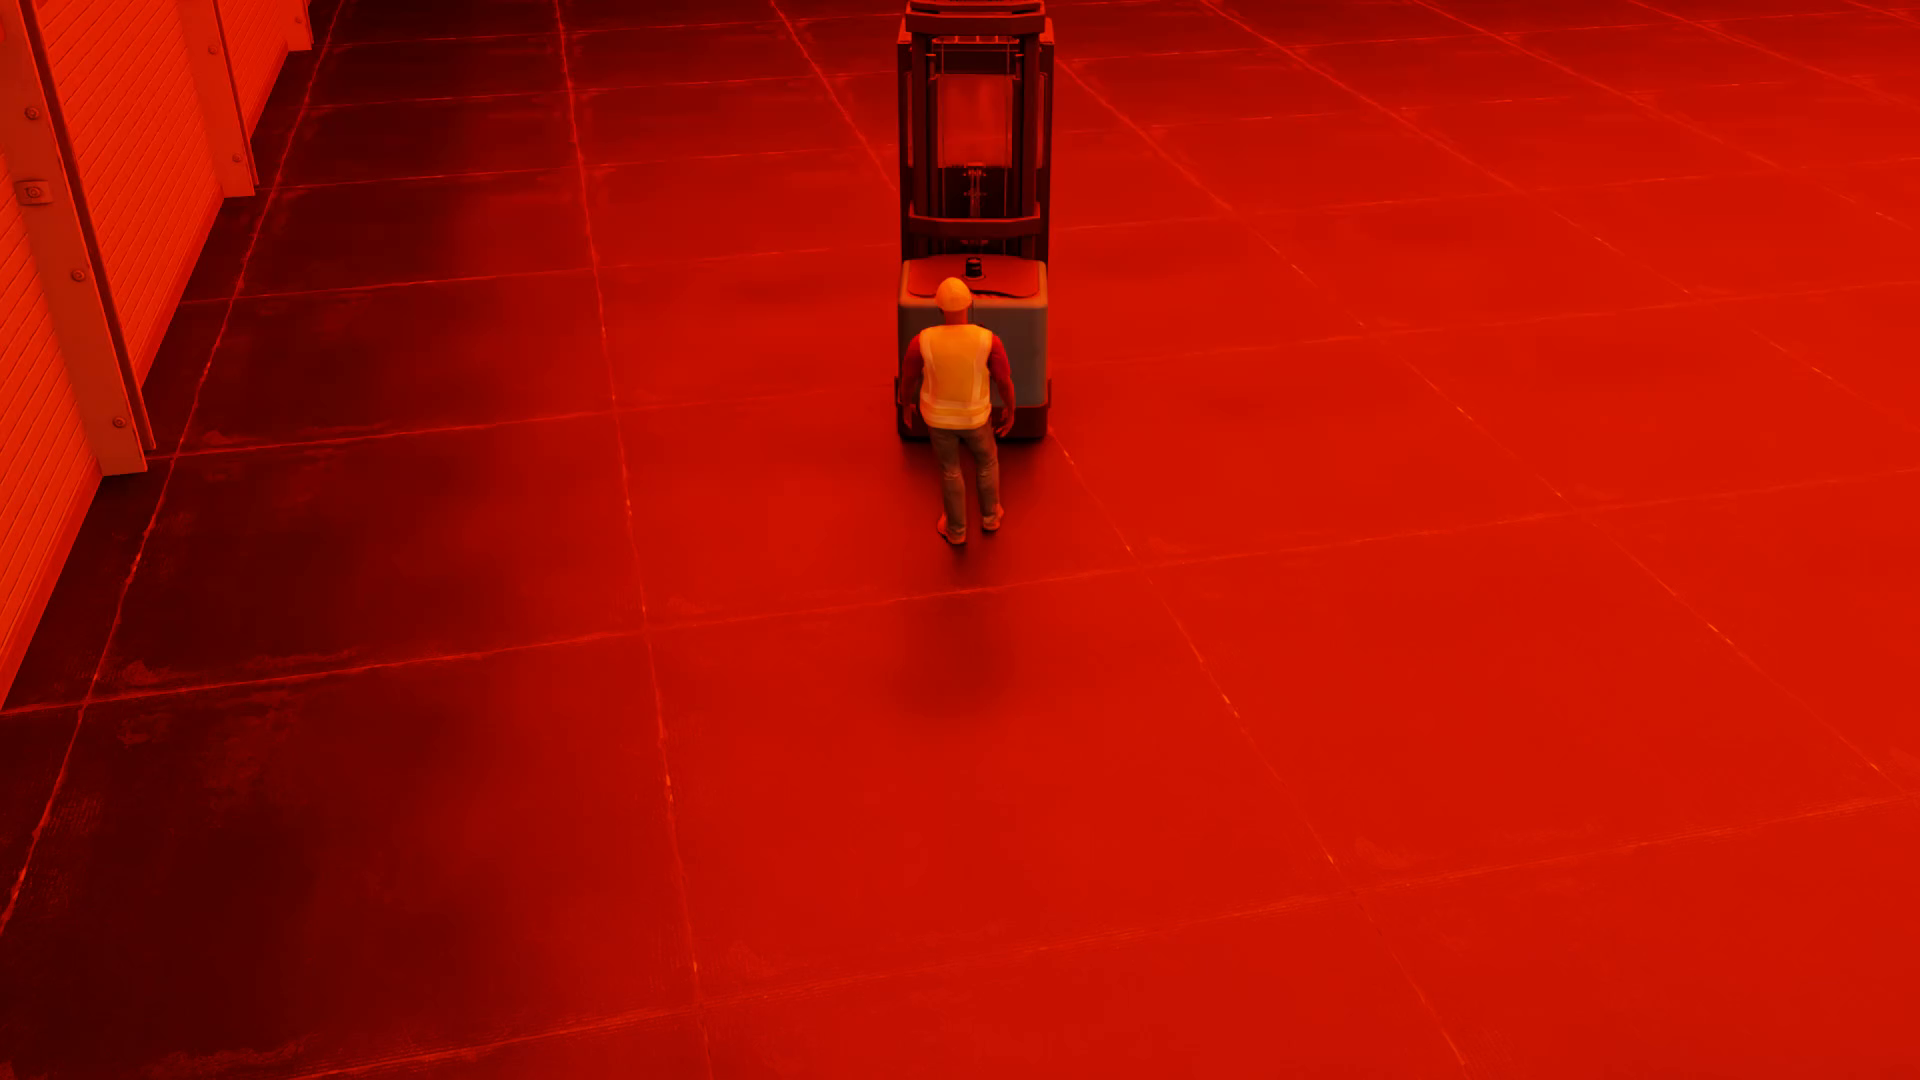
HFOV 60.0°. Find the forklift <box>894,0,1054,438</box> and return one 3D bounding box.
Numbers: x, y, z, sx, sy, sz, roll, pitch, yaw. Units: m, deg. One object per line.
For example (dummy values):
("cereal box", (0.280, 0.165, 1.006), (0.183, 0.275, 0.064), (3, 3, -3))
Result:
("forklift", (0.114, -2.679, 12.203), (1.130, 2.935, 3.031), (1, 30, 1))

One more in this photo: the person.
("person", (-0.004, -0.820, 10.176), (0.689, 1.753, 0.614), (2, 30, 4))
